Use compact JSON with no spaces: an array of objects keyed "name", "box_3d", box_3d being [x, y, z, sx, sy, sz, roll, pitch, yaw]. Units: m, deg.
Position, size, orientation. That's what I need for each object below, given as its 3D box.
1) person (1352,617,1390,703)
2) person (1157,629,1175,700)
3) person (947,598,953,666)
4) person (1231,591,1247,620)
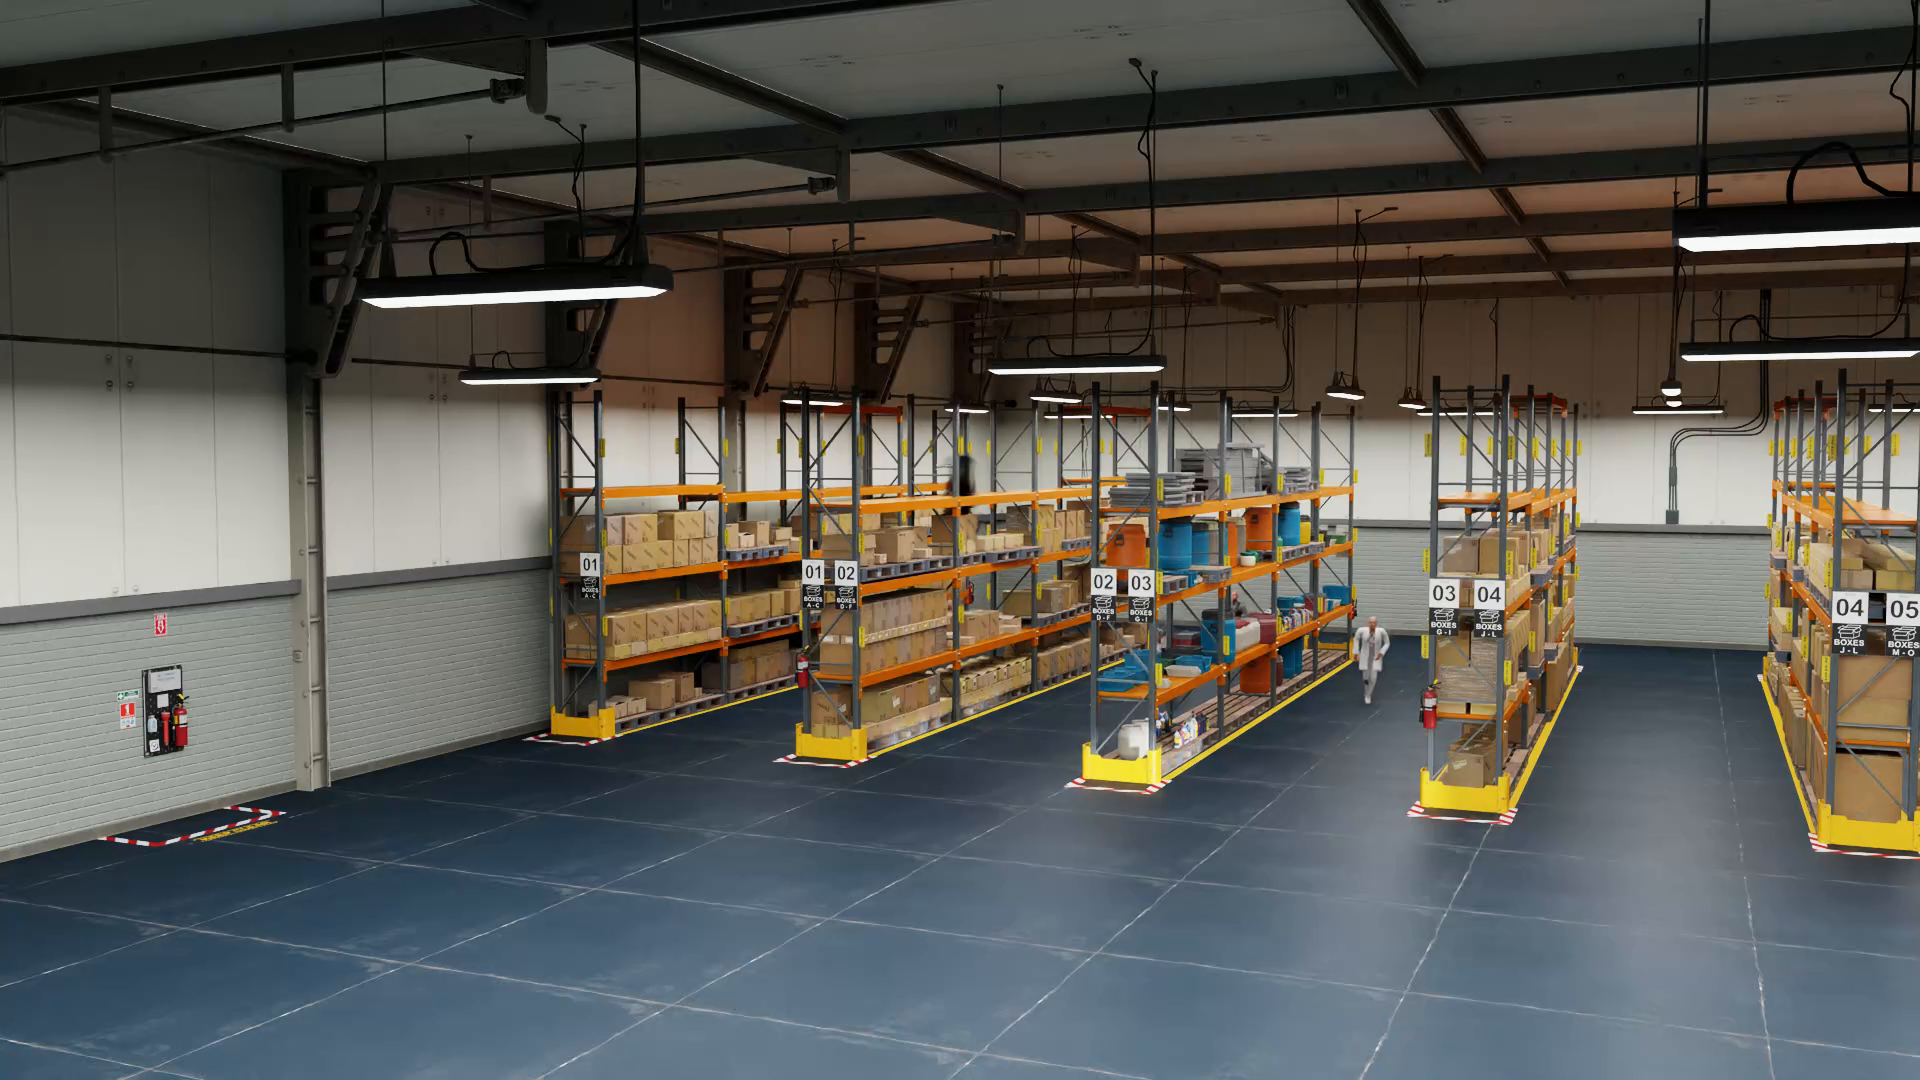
[{"name":"person","box_3d":[8.102,2.342,32.775,0.701,1.712,0.715,0,3,8]},{"name":"person","box_3d":[3.931,2.448,32.421,0.716,1.503,0.979,3,4,42]},{"name":"person","box_3d":[-0.209,2.128,36.865,0.538,1.722,0.823,1,3,21]},{"name":"person","box_3d":[6.302,2.029,38.286,0.637,1.708,0.689,1,3,25]}]
